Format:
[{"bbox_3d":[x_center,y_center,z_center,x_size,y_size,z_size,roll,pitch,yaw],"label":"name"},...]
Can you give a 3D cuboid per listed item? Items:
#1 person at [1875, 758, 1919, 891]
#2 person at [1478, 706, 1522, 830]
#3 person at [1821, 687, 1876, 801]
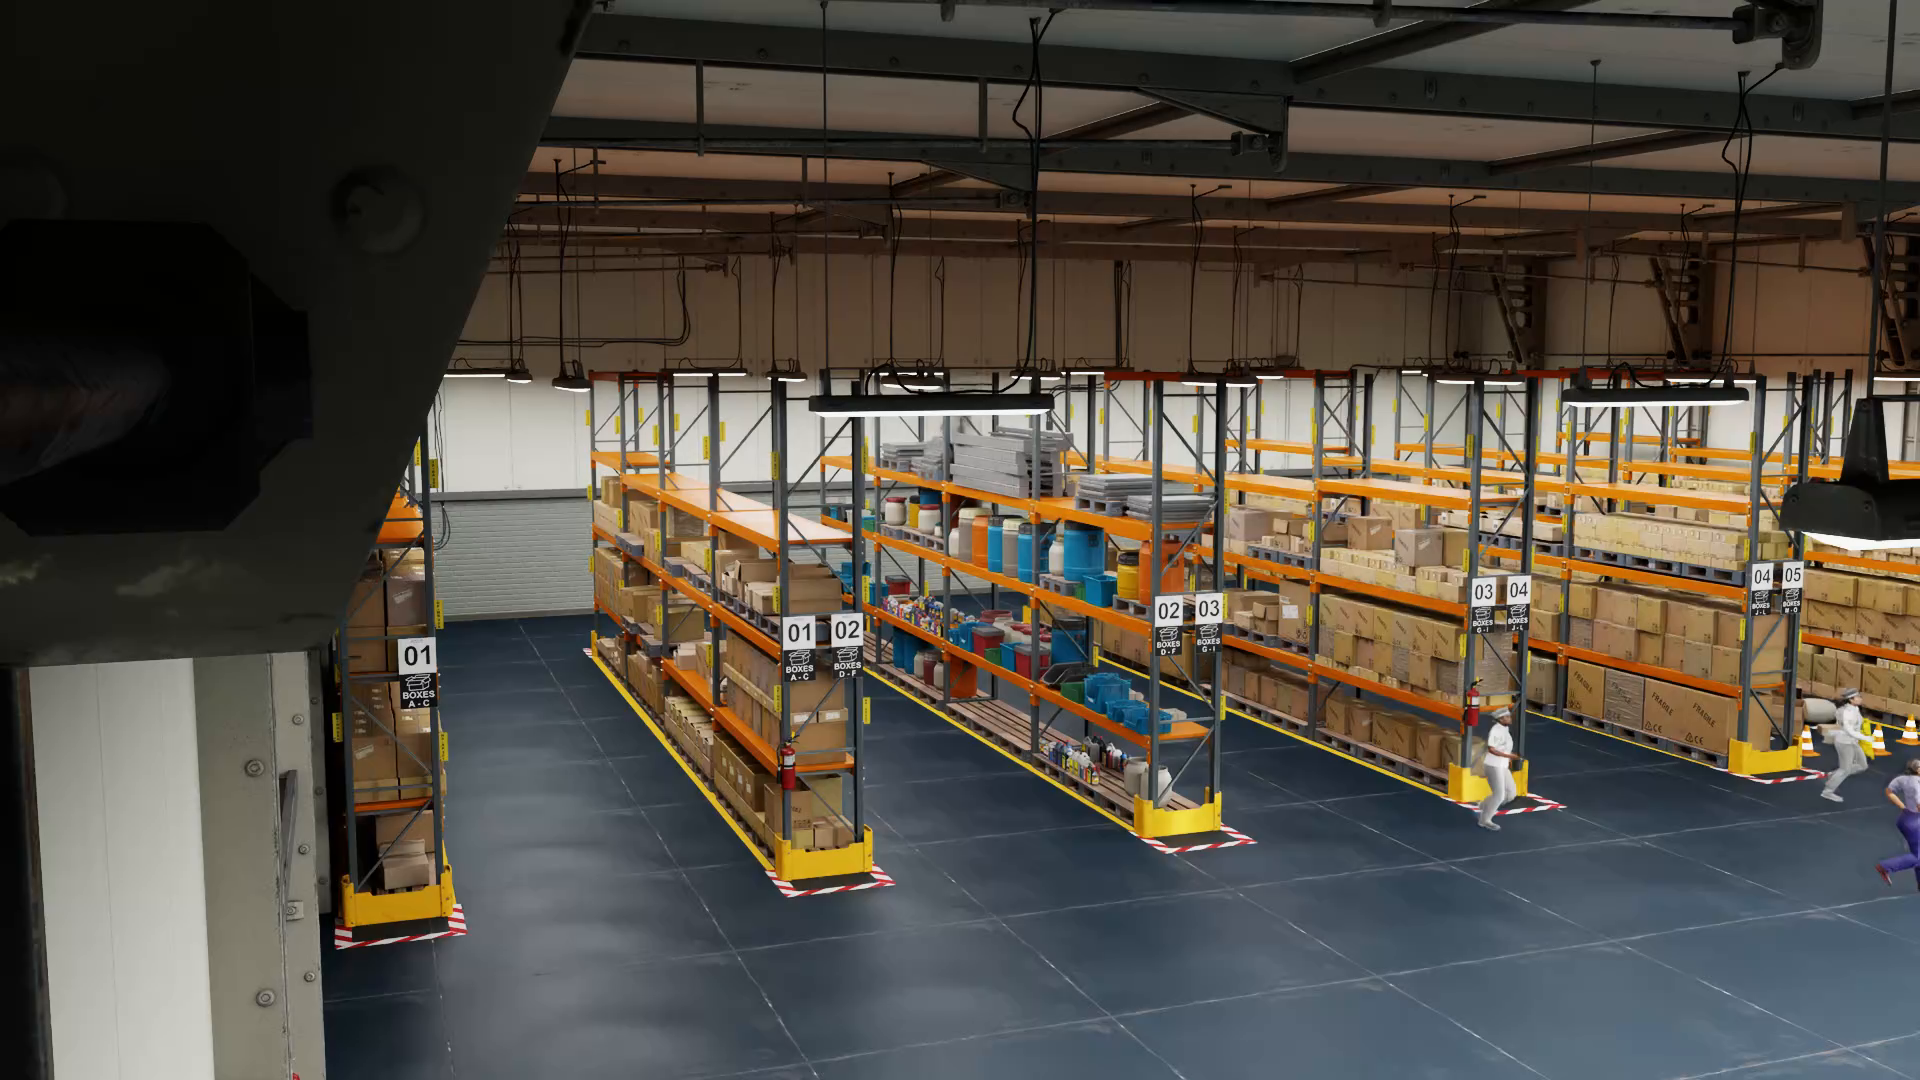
[{"bbox_3d":[11.147,3.358,19.474,0.849,1.639,0.607,0,6,4],"label":"person"},{"bbox_3d":[7.263,3.033,22.291,0.578,1.649,0.596,4,8,34],"label":"person"},{"bbox_3d":[12.635,2.885,23.595,0.645,1.657,0.648,4,8,34],"label":"person"}]
